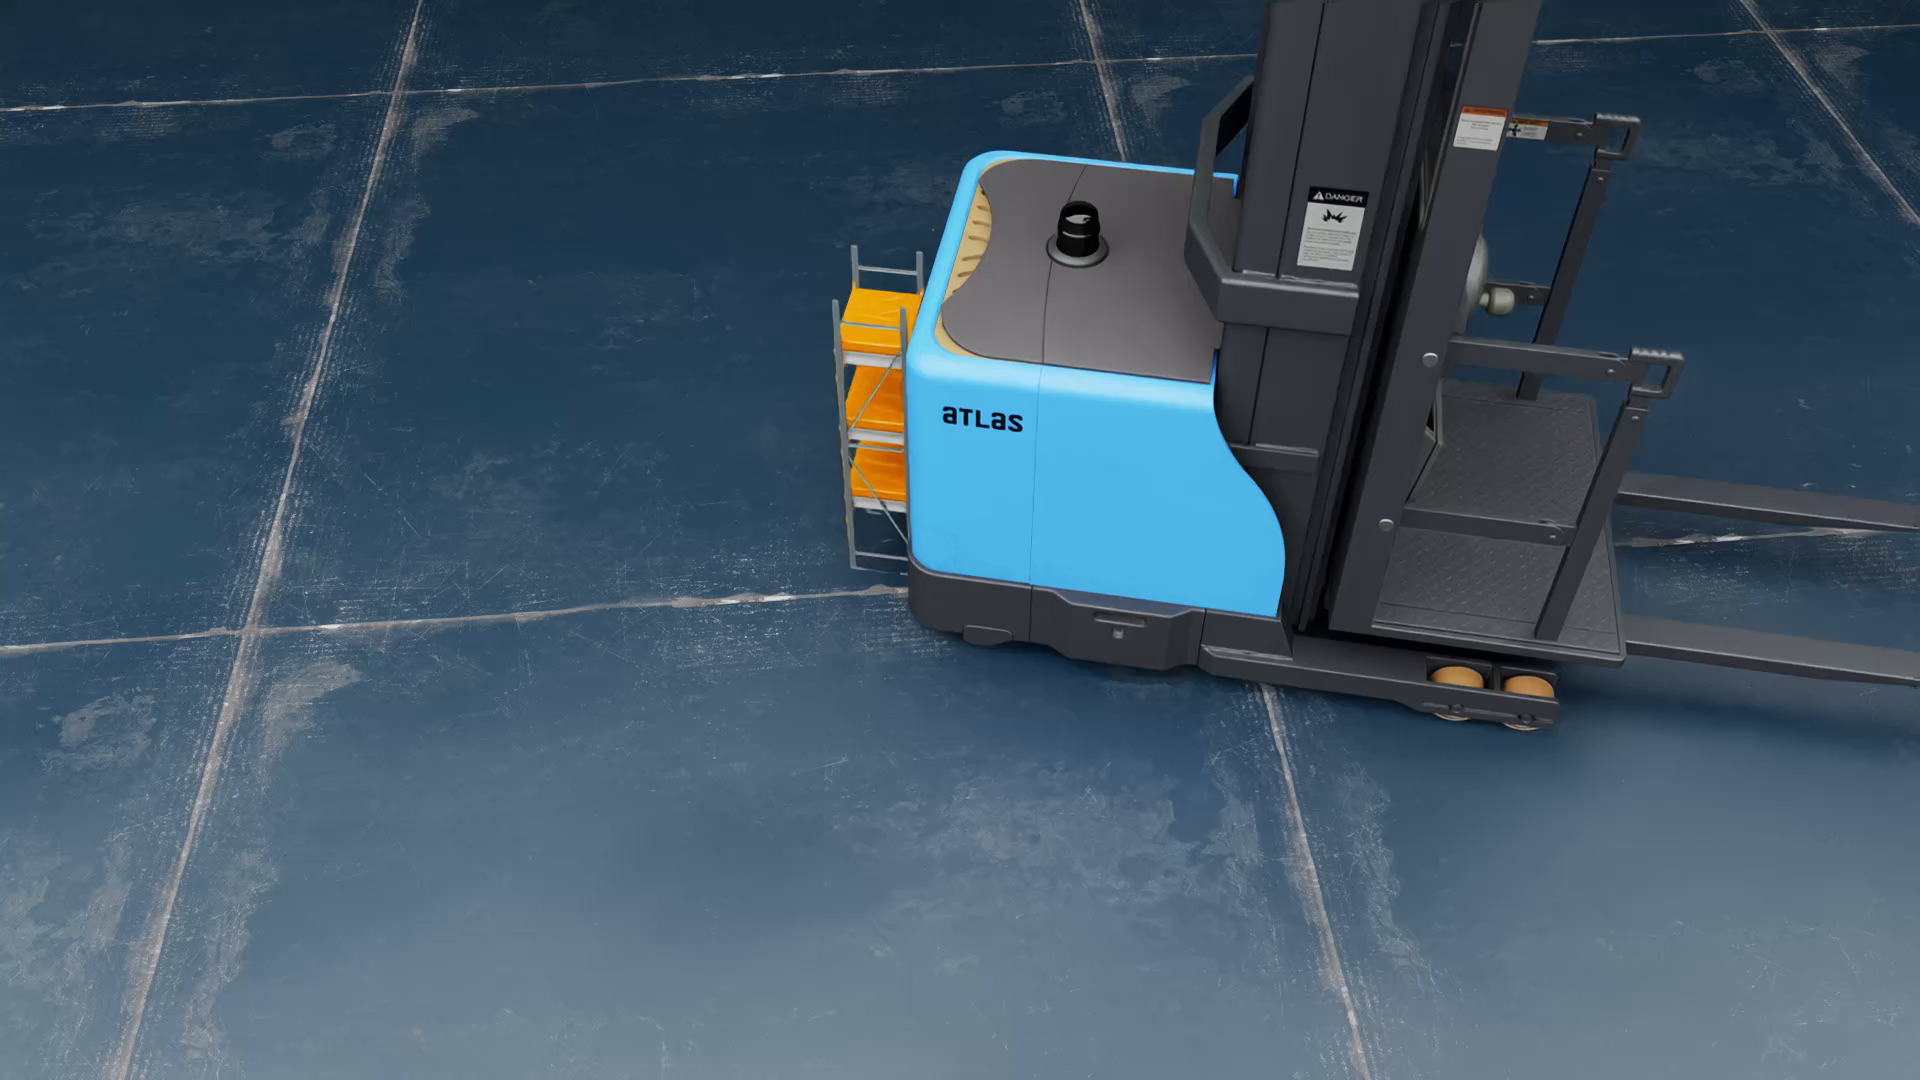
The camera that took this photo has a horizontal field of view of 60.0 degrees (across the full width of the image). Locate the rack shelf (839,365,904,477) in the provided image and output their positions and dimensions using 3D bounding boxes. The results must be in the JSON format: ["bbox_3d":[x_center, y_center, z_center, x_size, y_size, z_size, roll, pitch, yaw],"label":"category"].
[{"bbox_3d":[-0.220,-0.342,4.866,0.215,0.259,0.240,7,47,6],"label":"rack shelf"}]

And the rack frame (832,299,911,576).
[{"bbox_3d":[-0.240,-0.262,4.775,0.200,1.050,0.008,7,47,6],"label":"rack frame"}]

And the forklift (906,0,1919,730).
[{"bbox_3d":[1.414,-0.887,4.071,3.031,2.935,1.130,7,47,7],"label":"forklift"}]

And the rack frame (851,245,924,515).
[{"bbox_3d":[-0.200,-0.437,4.941,0.200,1.050,0.008,7,47,6],"label":"rack frame"}]

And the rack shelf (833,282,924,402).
[{"bbox_3d":[-0.220,-0.538,4.660,0.215,0.259,0.240,7,47,6],"label":"rack shelf"}]

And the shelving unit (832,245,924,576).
[{"bbox_3d":[-0.220,-0.350,4.858,0.215,1.050,0.252,7,47,6],"label":"shelving unit"}]

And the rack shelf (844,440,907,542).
[{"bbox_3d":[-0.220,-0.151,5.068,0.215,0.259,0.240,7,47,6],"label":"rack shelf"}]
